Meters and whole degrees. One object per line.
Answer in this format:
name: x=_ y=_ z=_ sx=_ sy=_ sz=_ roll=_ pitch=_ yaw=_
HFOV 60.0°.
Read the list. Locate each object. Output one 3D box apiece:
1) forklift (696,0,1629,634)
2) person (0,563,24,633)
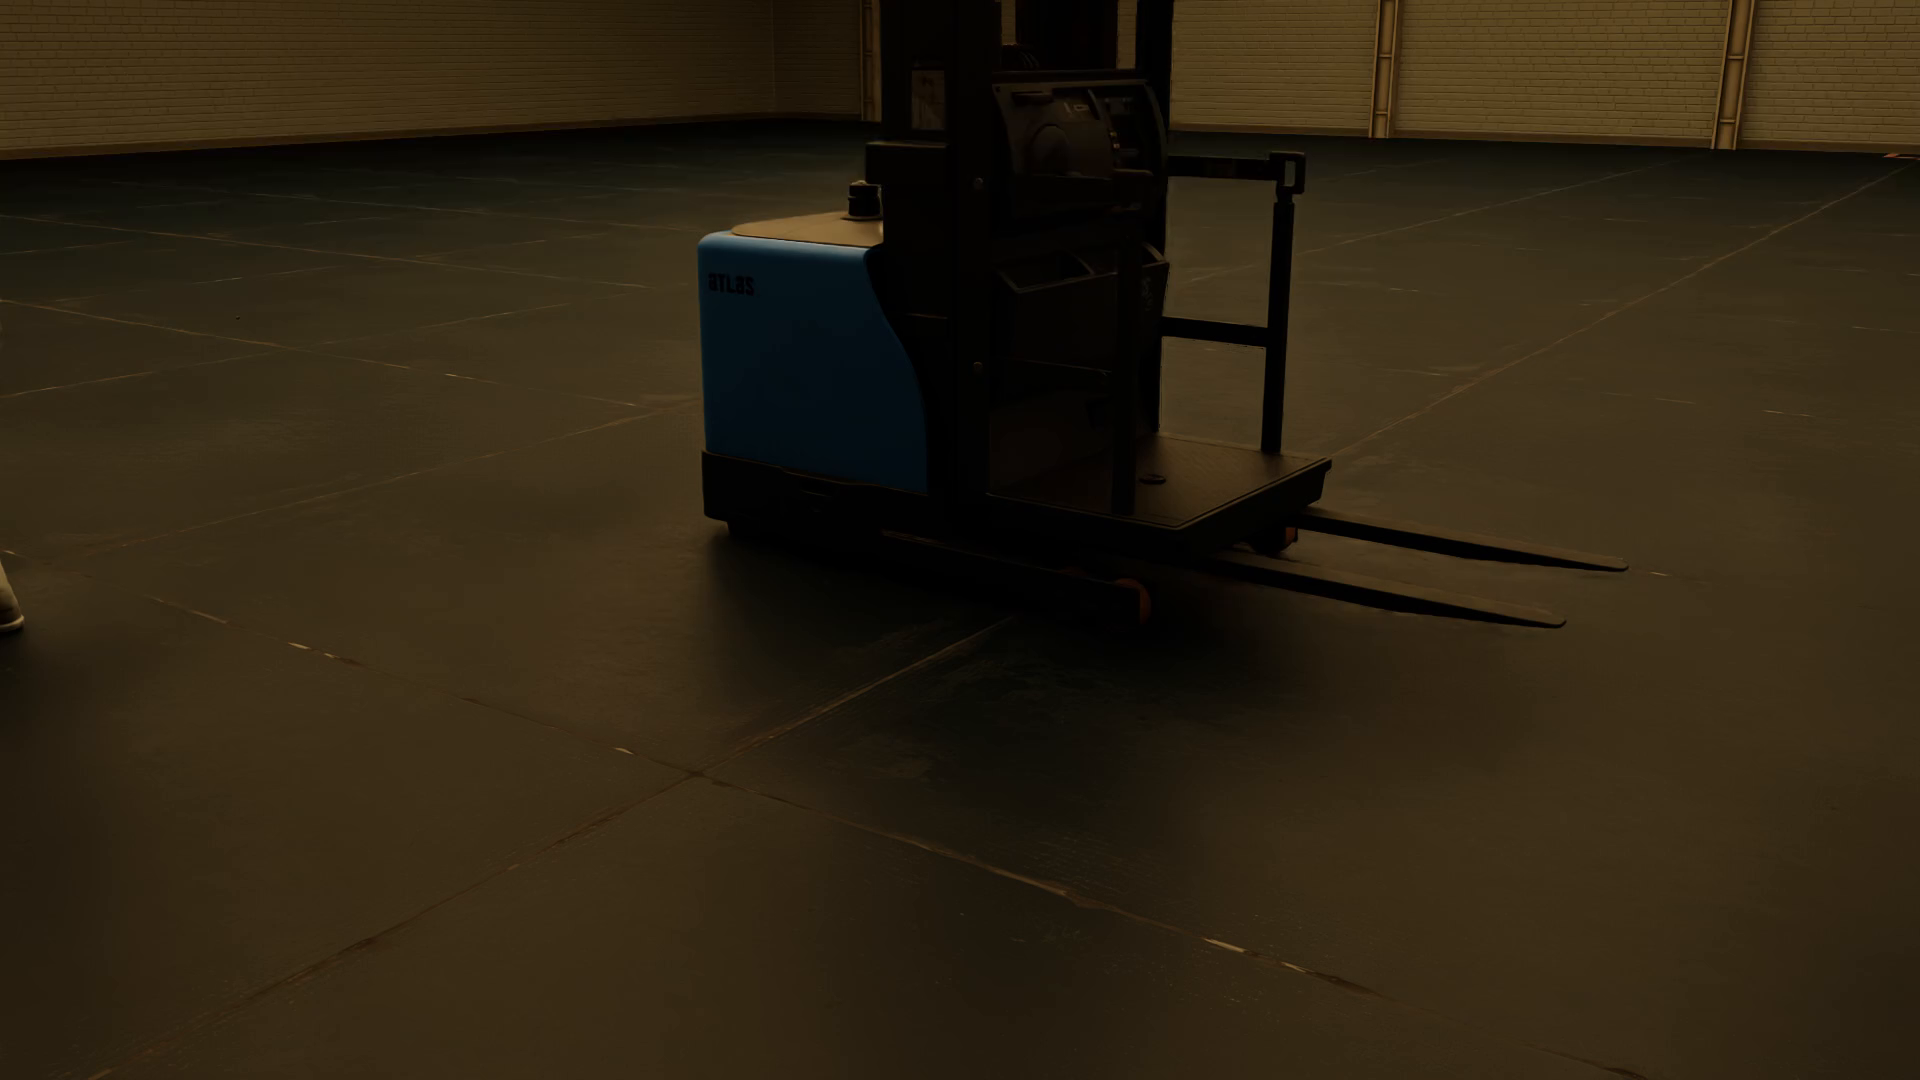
forklift: x=0.561 y=-1.295 z=5.162 sx=3.031 sy=2.935 sz=1.130 roll=12 pitch=20 yaw=34
person: x=-3.024 y=-0.495 z=4.647 sx=0.496 sy=1.767 sz=0.650 roll=-6 pitch=18 yaw=-19
